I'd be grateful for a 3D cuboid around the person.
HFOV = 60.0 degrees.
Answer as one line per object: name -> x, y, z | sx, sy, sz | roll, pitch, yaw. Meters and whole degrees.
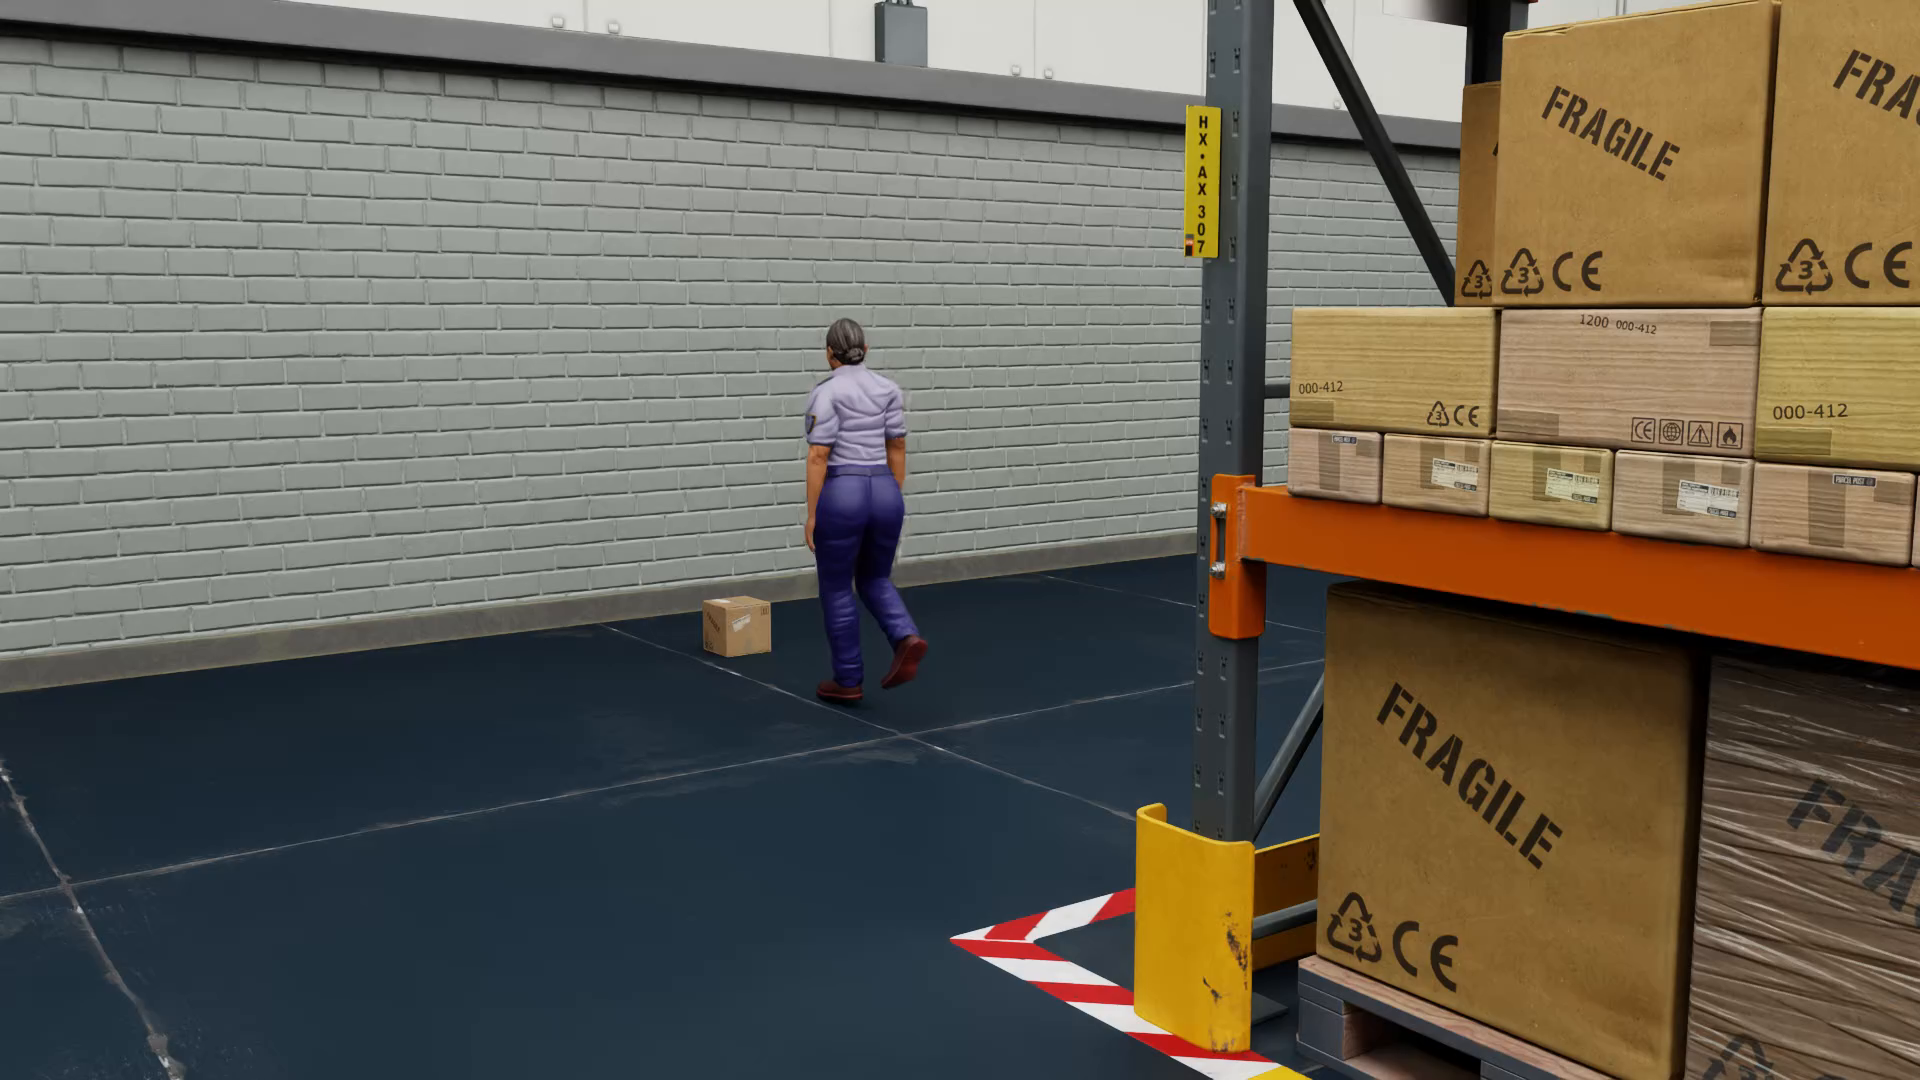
person -> -0.411, -0.112, 7.085 | 0.487, 1.627, 0.531 | -6, 10, -35
